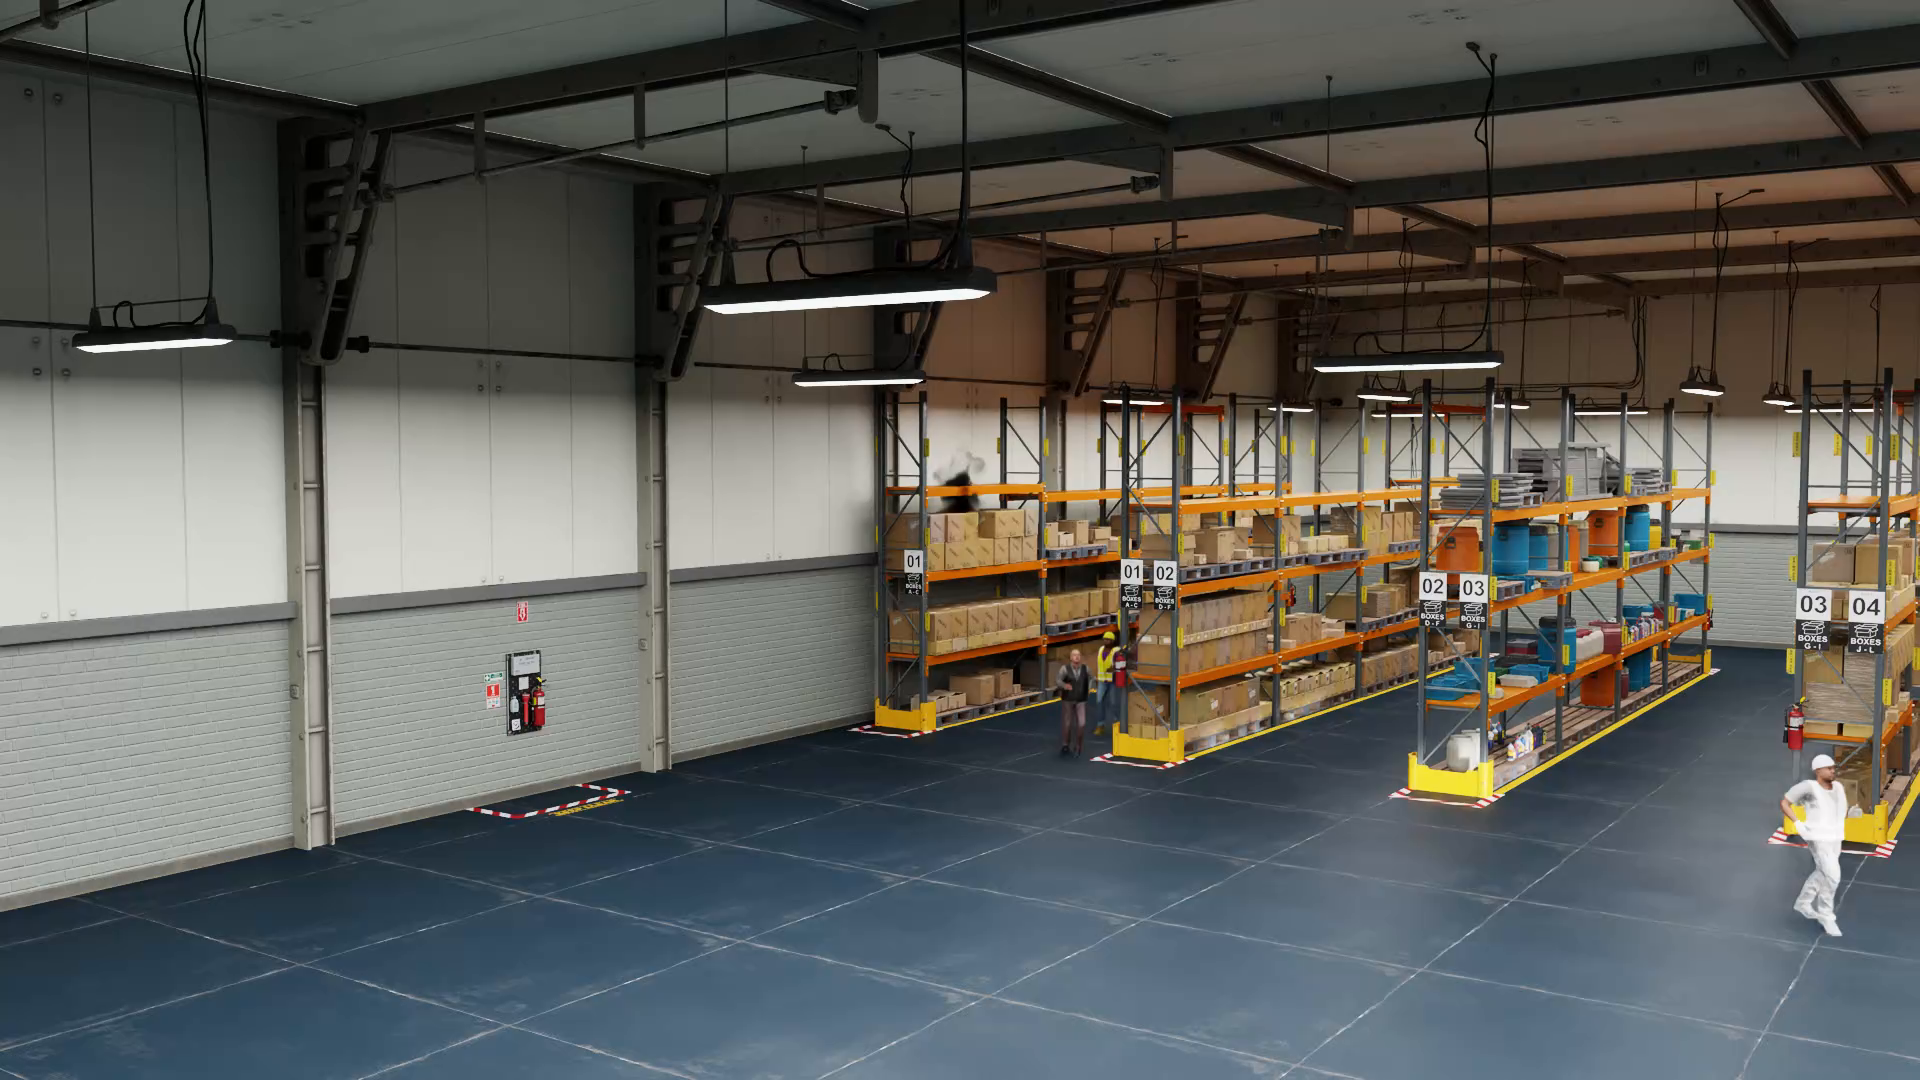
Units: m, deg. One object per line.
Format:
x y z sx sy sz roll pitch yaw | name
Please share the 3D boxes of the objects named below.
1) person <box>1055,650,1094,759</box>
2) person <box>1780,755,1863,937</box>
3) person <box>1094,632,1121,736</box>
1.852 2.659 26.935 0.637 1.775 0.677 0 3 1 | person
8.983 3.150 17.290 0.658 1.840 0.731 -1 3 -25 | person
2.646 2.507 29.170 0.680 1.822 0.794 2 4 29 | person
